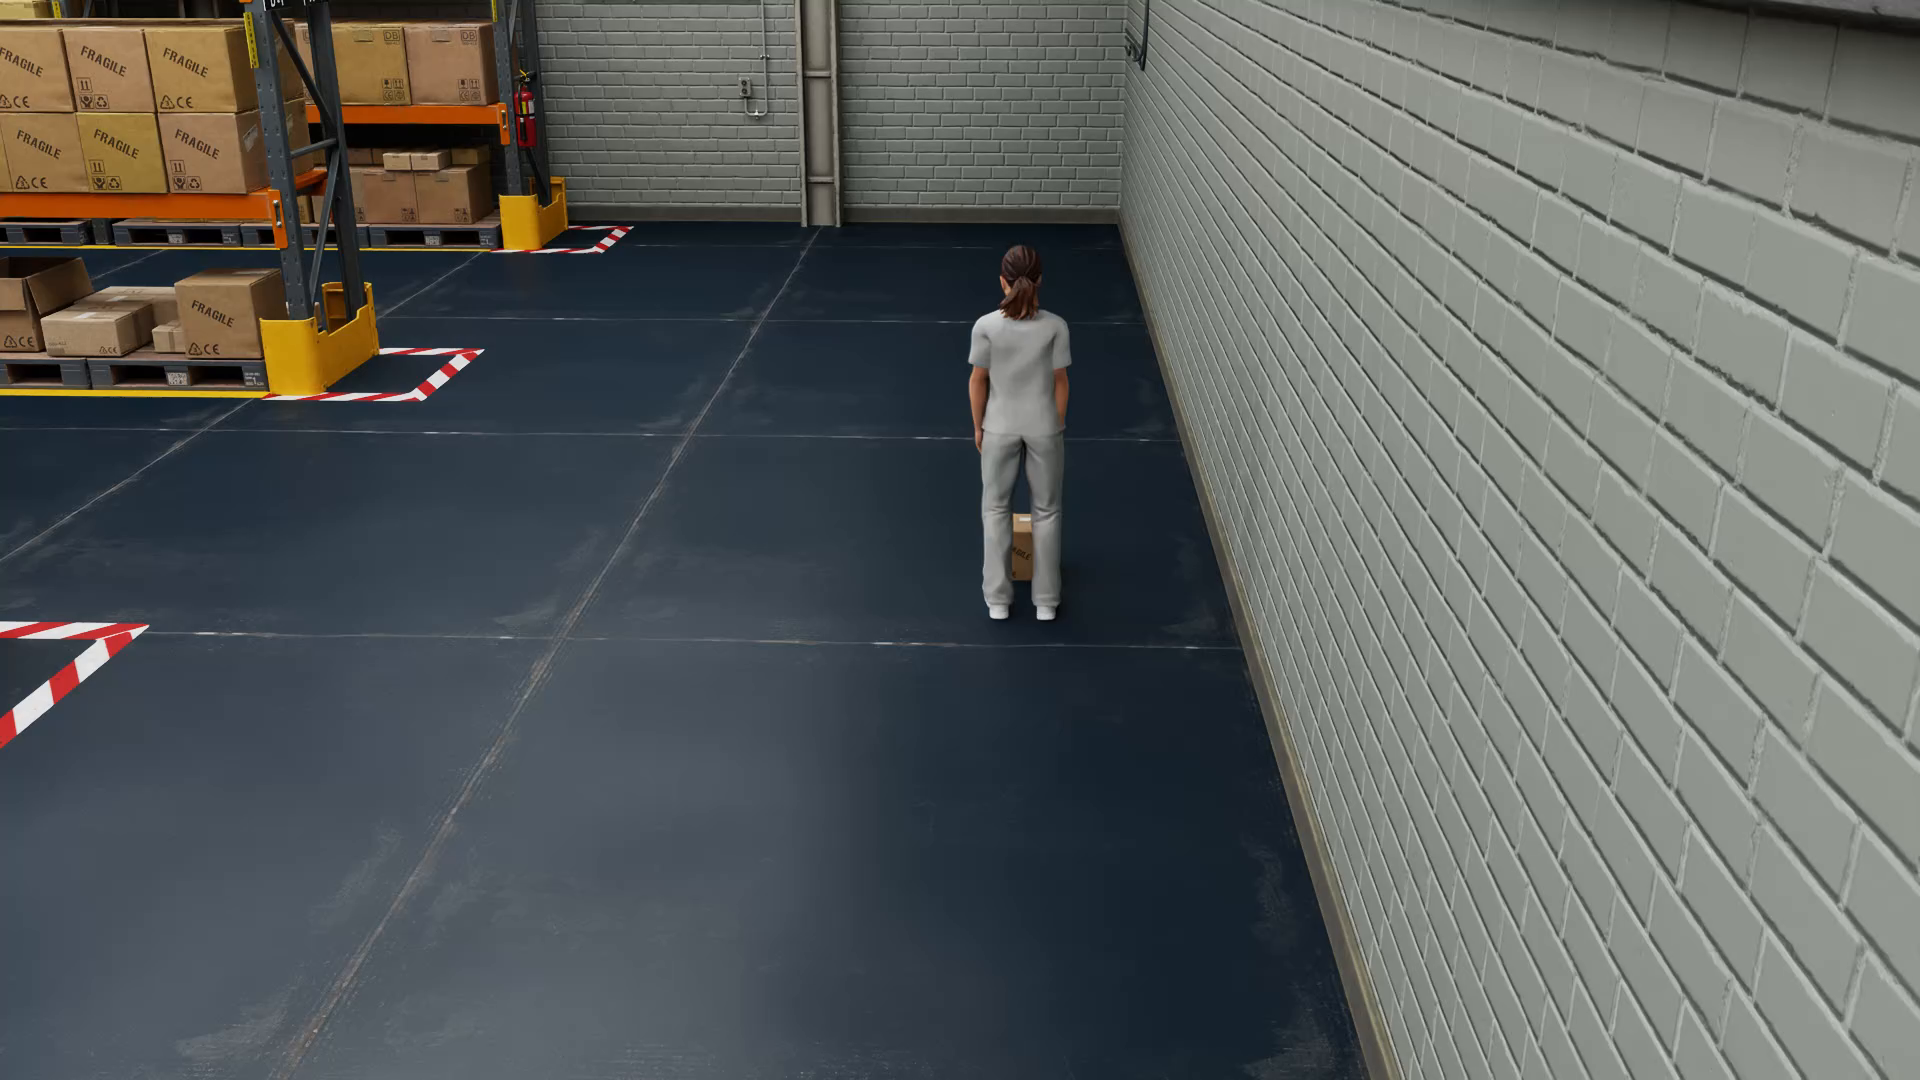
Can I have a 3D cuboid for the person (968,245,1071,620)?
[{"bbox_3d":[0.258,-0.452,7.283,0.443,1.670,0.361,1,21,3],"label":"person"}]
